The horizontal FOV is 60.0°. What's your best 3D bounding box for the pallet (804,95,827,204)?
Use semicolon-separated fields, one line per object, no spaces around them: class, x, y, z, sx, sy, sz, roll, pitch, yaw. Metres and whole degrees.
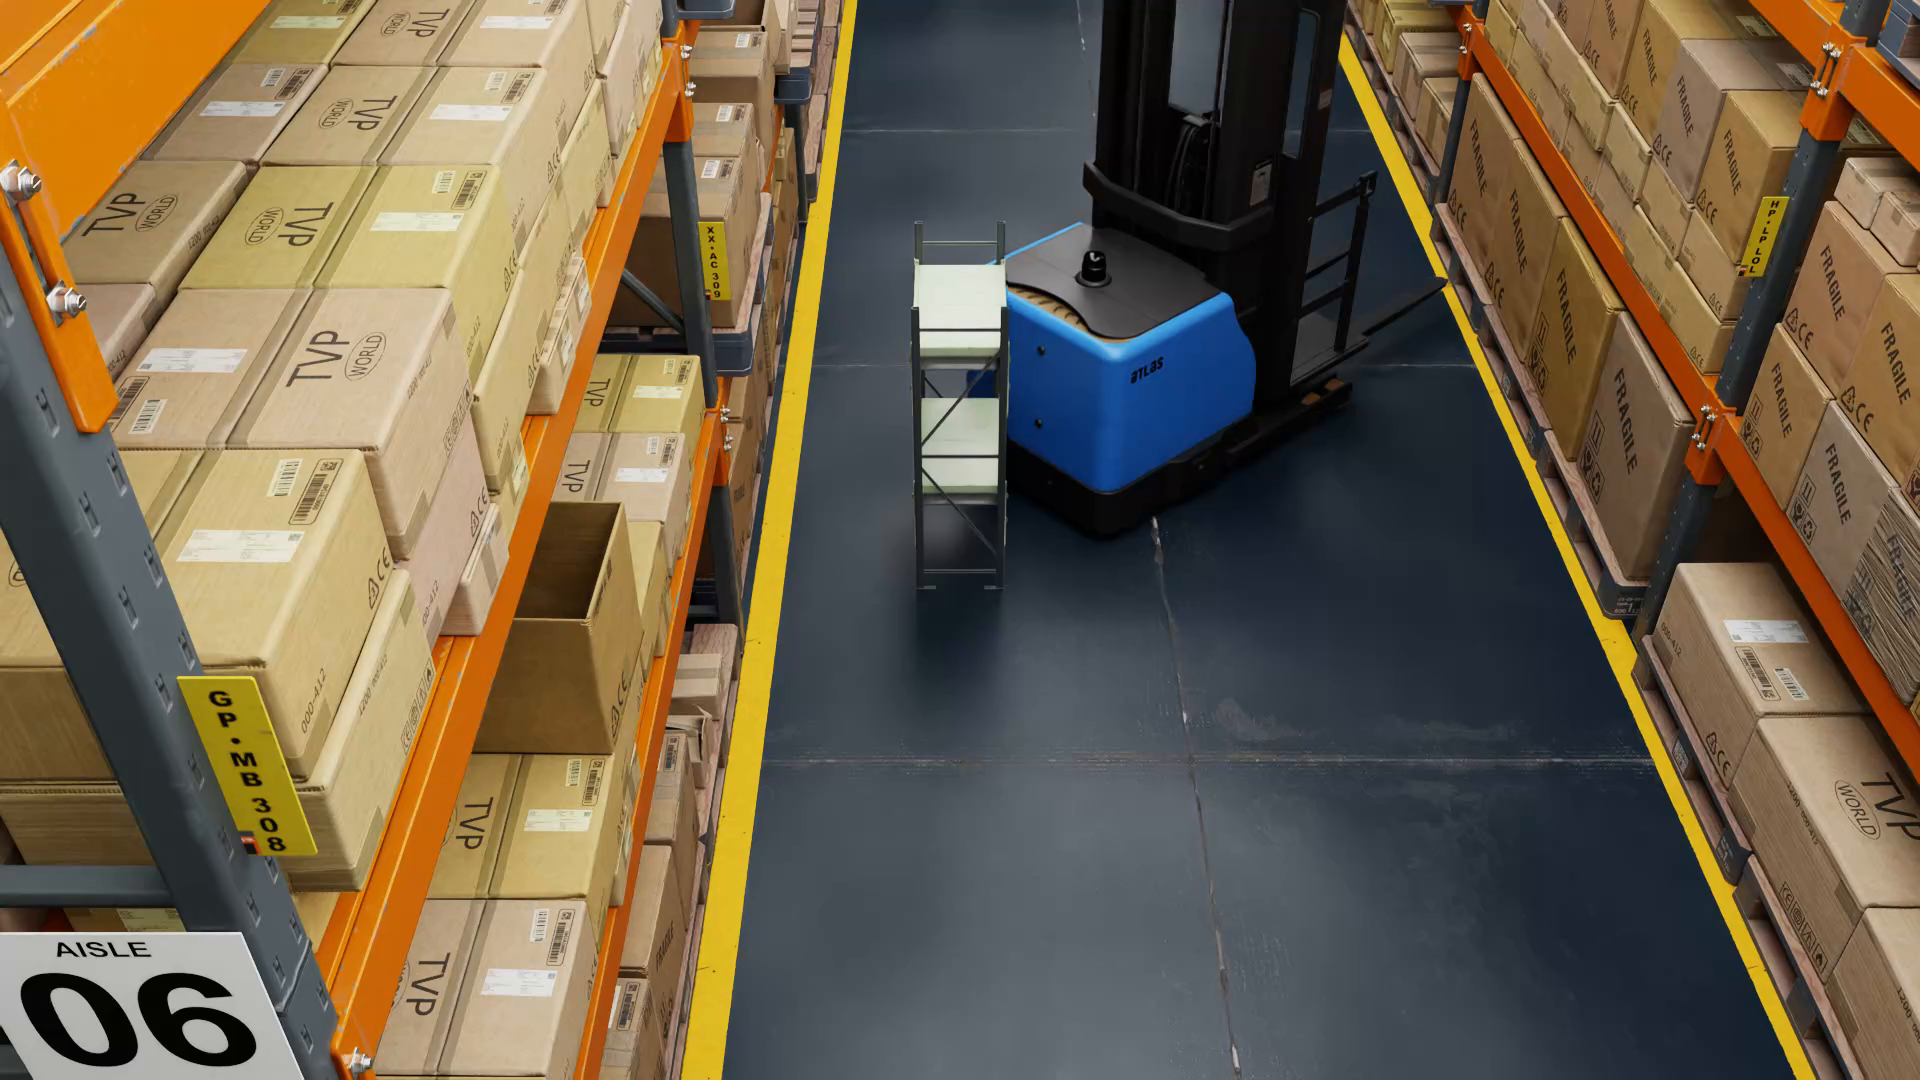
pallet;-1.426;-2.623;11.099;1.003;0.211;1.213;0;39;0

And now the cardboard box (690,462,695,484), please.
cardboard box;-1.185;-0.234;6.090;0.380;0.149;0.250;1;39;1

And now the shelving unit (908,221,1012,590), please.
shelving unit;0.000;-0.589;7.532;0.431;1.500;0.755;0;39;0

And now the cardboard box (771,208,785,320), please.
cardboard box;-1.256;-1.480;9.106;0.500;0.500;0.500;2;39;2

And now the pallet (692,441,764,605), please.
pallet;-1.499;-0.115;7.970;1.003;0.211;1.213;0;39;0

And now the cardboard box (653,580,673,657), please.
cardboard box;-1.159;0.252;5.483;0.380;0.149;0.250;-1;39;-1

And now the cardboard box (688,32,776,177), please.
cardboard box;-1.238;-2.015;7.695;0.700;0.500;0.500;0;39;0

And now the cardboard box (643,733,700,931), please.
cardboard box;-1.324;1.052;5.947;0.700;0.500;0.500;-1;39;-2

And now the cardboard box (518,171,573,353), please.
cardboard box;-1.216;-0.660;3.904;0.500;0.250;0.500;-1;39;-1

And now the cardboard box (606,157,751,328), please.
cardboard box;-1.237;-1.200;6.679;0.700;0.500;0.500;1;39;1

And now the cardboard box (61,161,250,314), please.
cardboard box;-1.746;-0.542;3.356;0.500;0.250;0.500;0;39;0

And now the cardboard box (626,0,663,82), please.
cardboard box;-1.209;-1.621;5.103;0.500;0.250;0.500;0;39;0

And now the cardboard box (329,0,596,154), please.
cardboard box;-1.217;-1.168;4.138;0.500;0.250;0.500;1;39;1

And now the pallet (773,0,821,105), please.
pallet;-1.394;-2.697;9.116;1.213;0.211;1.003;0;39;0

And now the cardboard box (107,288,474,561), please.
cardboard box;-1.186;-0.212;2.945;0.500;0.250;0.500;0;39;0

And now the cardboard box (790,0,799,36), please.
cardboard box;-1.080;-2.851;9.020;0.380;0.149;0.250;1;39;1

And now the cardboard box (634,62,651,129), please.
cardboard box;-1.167;-1.389;5.133;0.380;0.149;0.250;0;39;0

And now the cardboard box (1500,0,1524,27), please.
cardboard box;3.253;-3.021;9.087;0.500;0.250;0.500;0;39;0

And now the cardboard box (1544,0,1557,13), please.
cardboard box;3.265;-3.012;8.476;0.500;0.500;0.500;0;39;0

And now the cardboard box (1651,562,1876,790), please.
cardboard box;3.397;0.528;6.651;0.875;0.438;0.875;-1;39;-1

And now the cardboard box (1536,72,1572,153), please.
cardboard box;3.261;-2.188;8.447;0.500;0.250;0.500;1;39;1

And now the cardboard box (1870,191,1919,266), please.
cardboard box;3.261;-1.025;5.478;0.380;0.149;0.250;1;39;1

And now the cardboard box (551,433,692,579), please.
cardboard box;-1.200;-0.120;5.629;0.500;0.250;0.500;0;39;0

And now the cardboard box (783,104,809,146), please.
cardboard box;-1.452;-2.823;10.683;0.875;0.625;0.625;1;39;1

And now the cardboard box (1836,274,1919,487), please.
cardboard box;3.256;-0.516;5.361;0.500;0.500;0.500;-1;39;-1

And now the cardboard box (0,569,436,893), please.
cardboard box;-1.182;0.301;2.704;0.500;0.250;0.500;0;39;-1

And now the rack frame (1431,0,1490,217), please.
rack frame;3.499;-3.202;9.592;1.000;3.000;0.127;0;39;0

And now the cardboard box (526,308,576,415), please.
cardboard box;-1.128;-0.424;3.928;0.380;0.149;0.250;0;39;0

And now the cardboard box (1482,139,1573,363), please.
cardboard box;3.414;-1.547;8.890;0.875;0.875;0.875;0;39;1

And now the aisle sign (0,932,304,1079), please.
aisle sign;-1.162;0.835;2.476;0.394;0.787;0.004;0;39;0

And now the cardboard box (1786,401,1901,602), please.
cardboard box;3.239;-0.131;5.680;0.500;0.500;0.500;0;39;0

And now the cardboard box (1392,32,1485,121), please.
cardboard box;3.500;-3.155;11.299;0.950;0.372;0.625;-1;39;-1

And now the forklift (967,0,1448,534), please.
forklift;1.446;-1.969;8.109;3.031;2.935;1.130;-30;47;-32

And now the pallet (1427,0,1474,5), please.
pallet;3.392;-3.573;10.208;1.213;0.211;1.003;0;39;0

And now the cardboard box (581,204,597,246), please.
cardboard box;-1.209;-0.901;4.523;0.380;0.149;0.250;1;39;1

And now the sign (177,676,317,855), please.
sign;-0.913;0.295;2.131;0.100;0.325;0.005;0;39;0

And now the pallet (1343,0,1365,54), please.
pallet;3.497;-4.128;12.978;1.003;0.211;1.213;0;39;0

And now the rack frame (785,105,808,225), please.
rack frame;-1.464;-3.196;9.585;1.000;3.000;0.127;0;39;0

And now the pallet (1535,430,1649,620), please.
pallet;3.428;-0.095;7.945;1.003;0.211;1.213;0;39;0

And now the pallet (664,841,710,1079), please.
pallet;-1.456;1.588;5.845;1.003;0.211;1.213;0;39;0

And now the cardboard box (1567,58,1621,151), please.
cardboard box;3.228;-2.069;7.899;0.500;0.250;0.500;1;39;1

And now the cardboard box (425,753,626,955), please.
cardboard box;-1.191;0.833;4.439;0.500;0.250;0.500;-1;39;-1

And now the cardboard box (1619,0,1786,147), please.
cardboard box;3.263;-2.049;7.275;0.500;0.500;0.500;1;39;1

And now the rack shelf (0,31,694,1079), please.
rack shelf;-1.458;-0.334;4.190;1.077;0.370;4.000;0;39;0

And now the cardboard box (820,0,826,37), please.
cardboard box;-1.464;-4.123;12.305;0.875;0.625;0.625;0;39;0

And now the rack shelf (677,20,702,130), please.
rack shelf;-1.462;-2.835;7.311;1.077;0.370;4.000;0;39;0

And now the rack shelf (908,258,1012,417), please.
rack shelf;0.000;-0.894;7.288;0.431;0.370;0.720;0;39;0

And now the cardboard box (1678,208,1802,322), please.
cardboard box;3.260;-1.112;6.705;0.500;0.250;0.500;0;39;0

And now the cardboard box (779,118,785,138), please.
cardboard box;-1.211;-2.329;9.647;0.380;0.149;0.250;-2;39;-2

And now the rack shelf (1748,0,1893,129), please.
rack shelf;3.501;-2.841;7.318;1.077;0.370;4.000;0;39;0

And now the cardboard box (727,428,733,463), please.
cardboard box;-1.194;-0.361;7.191;0.380;0.149;0.250;2;39;2

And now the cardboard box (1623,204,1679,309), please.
cardboard box;3.252;-1.241;7.265;0.500;0.250;0.500;-1;39;-1

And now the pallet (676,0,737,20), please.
pallet;-1.390;-2.200;6.093;1.213;0.211;1.003;0;39;0

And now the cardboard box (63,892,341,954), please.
cardboard box;-1.223;0.535;2.732;0.380;0.149;0.250;1;39;1

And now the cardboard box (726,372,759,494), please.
cardboard box;-1.246;-0.519;7.907;0.500;0.500;0.500;-1;39;-1
